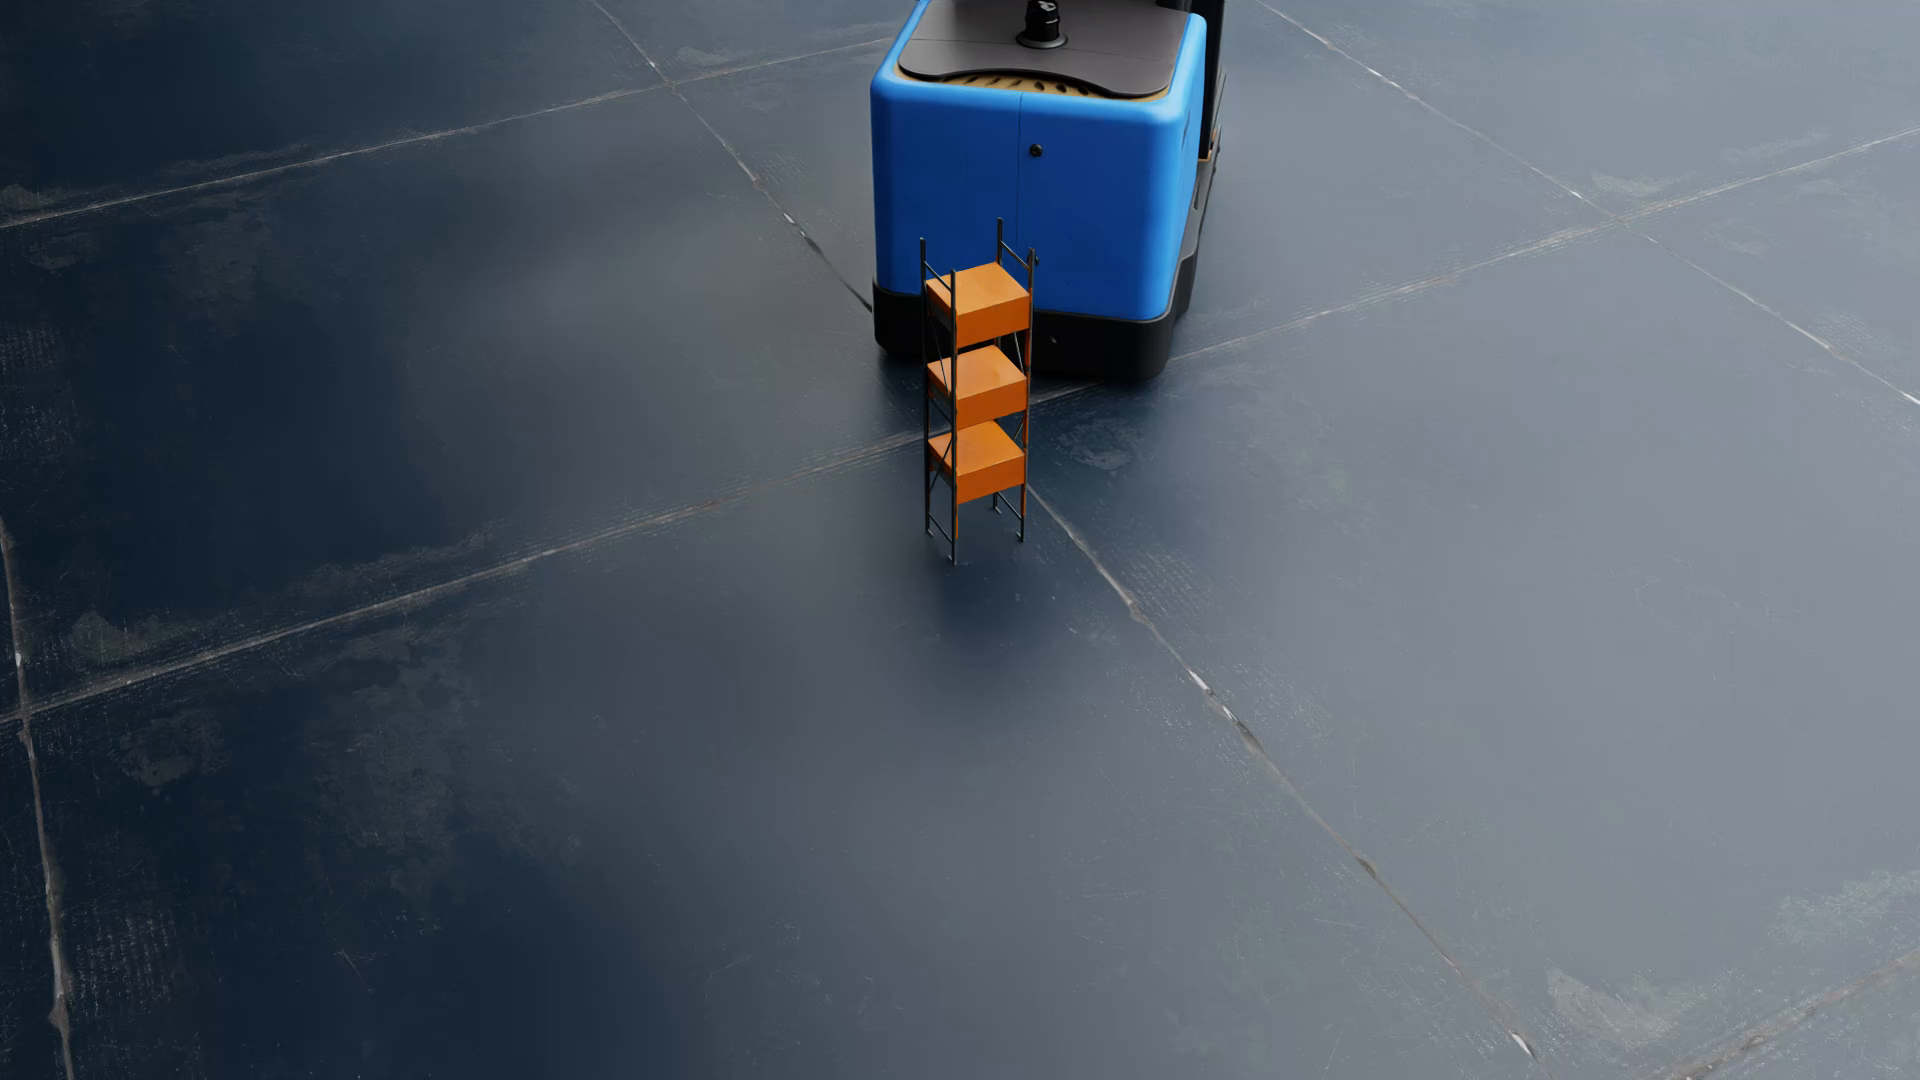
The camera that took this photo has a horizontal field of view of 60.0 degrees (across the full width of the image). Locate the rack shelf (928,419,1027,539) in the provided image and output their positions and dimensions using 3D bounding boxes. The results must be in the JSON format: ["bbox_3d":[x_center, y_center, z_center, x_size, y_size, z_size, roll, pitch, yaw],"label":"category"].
[{"bbox_3d":[0.047,-0.196,5.116,0.240,0.259,0.215,-19,44,-21],"label":"rack shelf"}]

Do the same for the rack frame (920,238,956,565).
[{"bbox_3d":[-0.061,-0.380,4.887,0.008,1.050,0.200,-19,44,-21],"label":"rack frame"}]

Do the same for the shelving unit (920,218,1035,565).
[{"bbox_3d":[0.047,-0.417,4.930,0.252,1.050,0.215,-19,44,-21],"label":"shelving unit"}]

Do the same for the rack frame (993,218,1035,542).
[{"bbox_3d":[0.156,-0.453,4.973,0.008,1.050,0.200,-19,44,-21],"label":"rack frame"}]

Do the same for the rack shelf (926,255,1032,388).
[{"bbox_3d":[0.047,-0.625,4.753,0.240,0.259,0.215,-19,44,-21],"label":"rack shelf"}]

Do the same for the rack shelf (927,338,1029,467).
[{"bbox_3d":[0.047,-0.409,4.937,0.240,0.259,0.215,-19,44,-21],"label":"rack shelf"}]

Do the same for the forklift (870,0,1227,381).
[{"bbox_3d":[0.505,-2.633,6.092,1.130,2.935,3.031,8,41,9],"label":"forklift"}]
